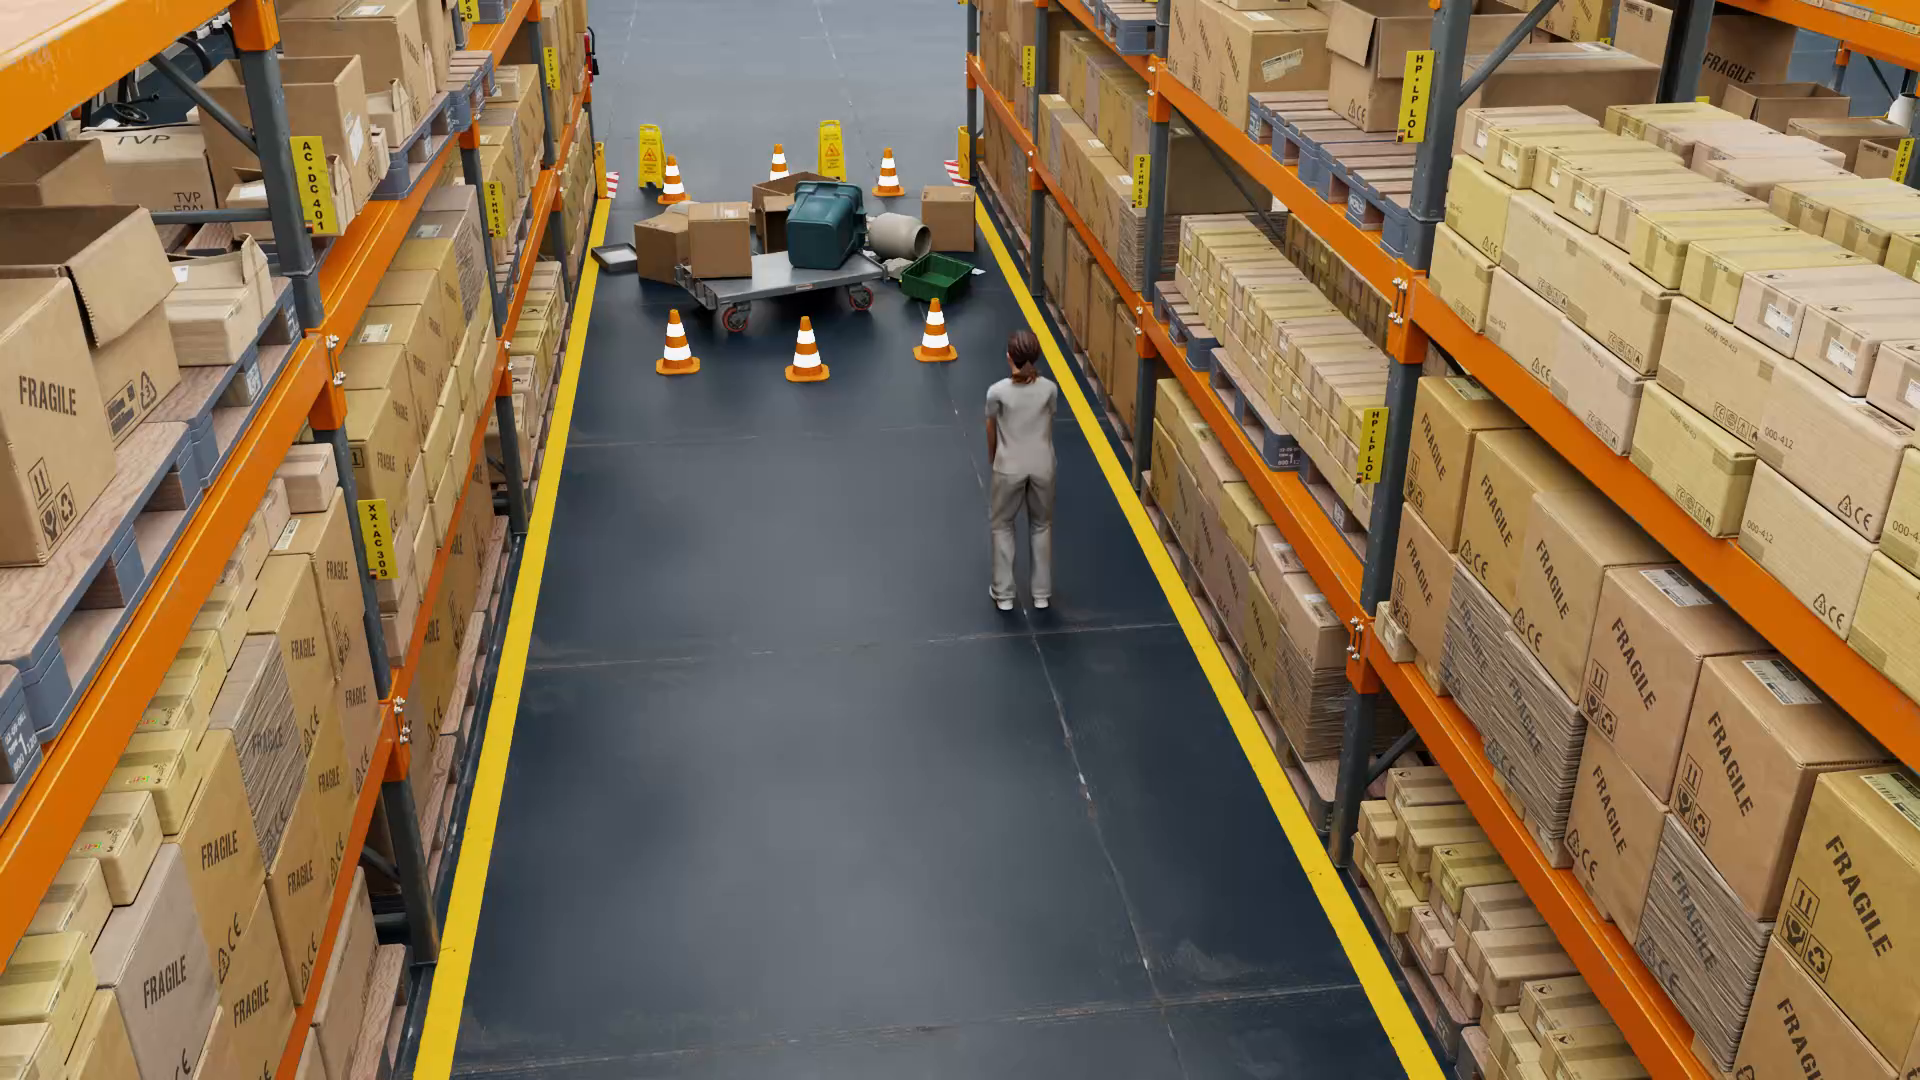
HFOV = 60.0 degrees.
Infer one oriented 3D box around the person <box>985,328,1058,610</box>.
[{"bbox_3d":[0.337,-0.425,9.461,0.410,1.667,0.508,-4,28,-8],"label":"person"}]
